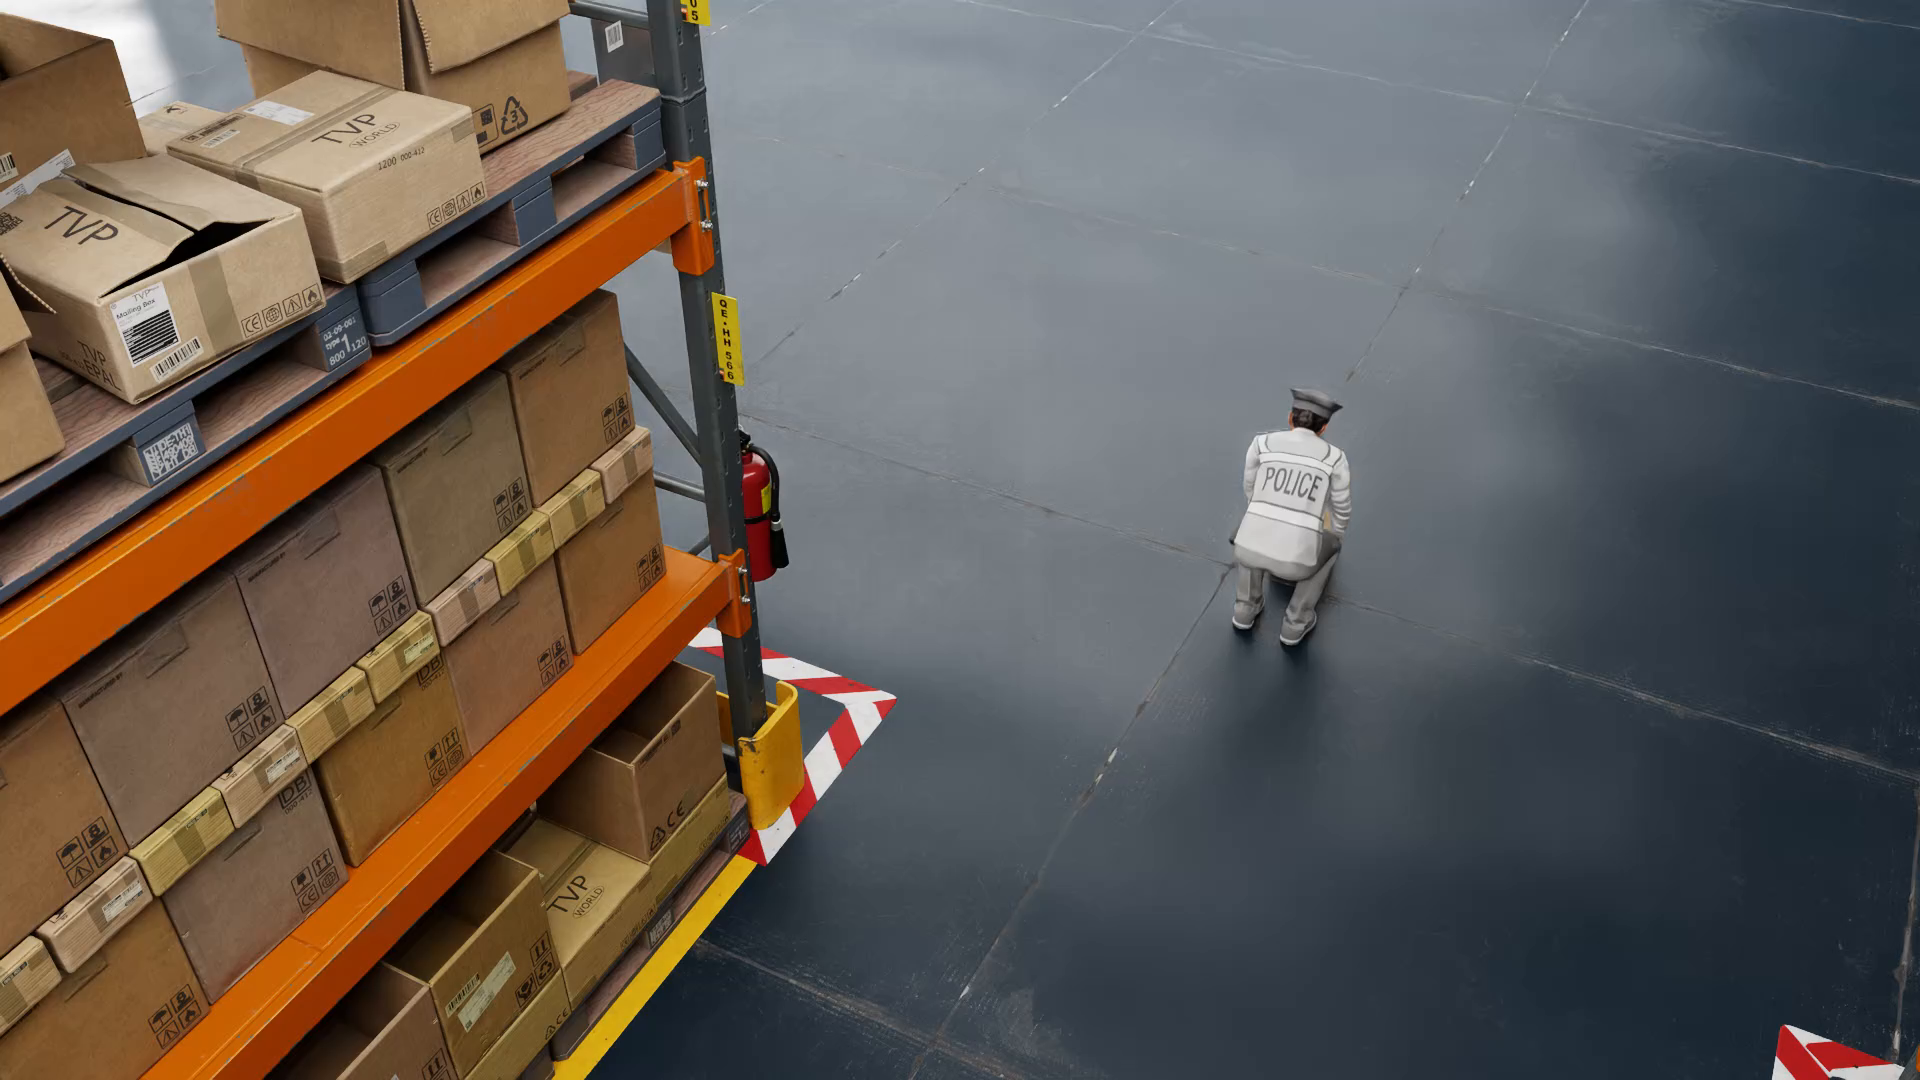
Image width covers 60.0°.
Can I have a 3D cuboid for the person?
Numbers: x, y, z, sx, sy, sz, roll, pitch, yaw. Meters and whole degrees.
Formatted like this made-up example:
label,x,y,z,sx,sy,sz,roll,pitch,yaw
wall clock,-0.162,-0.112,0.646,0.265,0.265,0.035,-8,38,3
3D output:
label,x,y,z,sx,sy,sz,roll,pitch,yaw
person,1.453,-0.105,7.401,0.501,1.028,0.837,18,42,21
